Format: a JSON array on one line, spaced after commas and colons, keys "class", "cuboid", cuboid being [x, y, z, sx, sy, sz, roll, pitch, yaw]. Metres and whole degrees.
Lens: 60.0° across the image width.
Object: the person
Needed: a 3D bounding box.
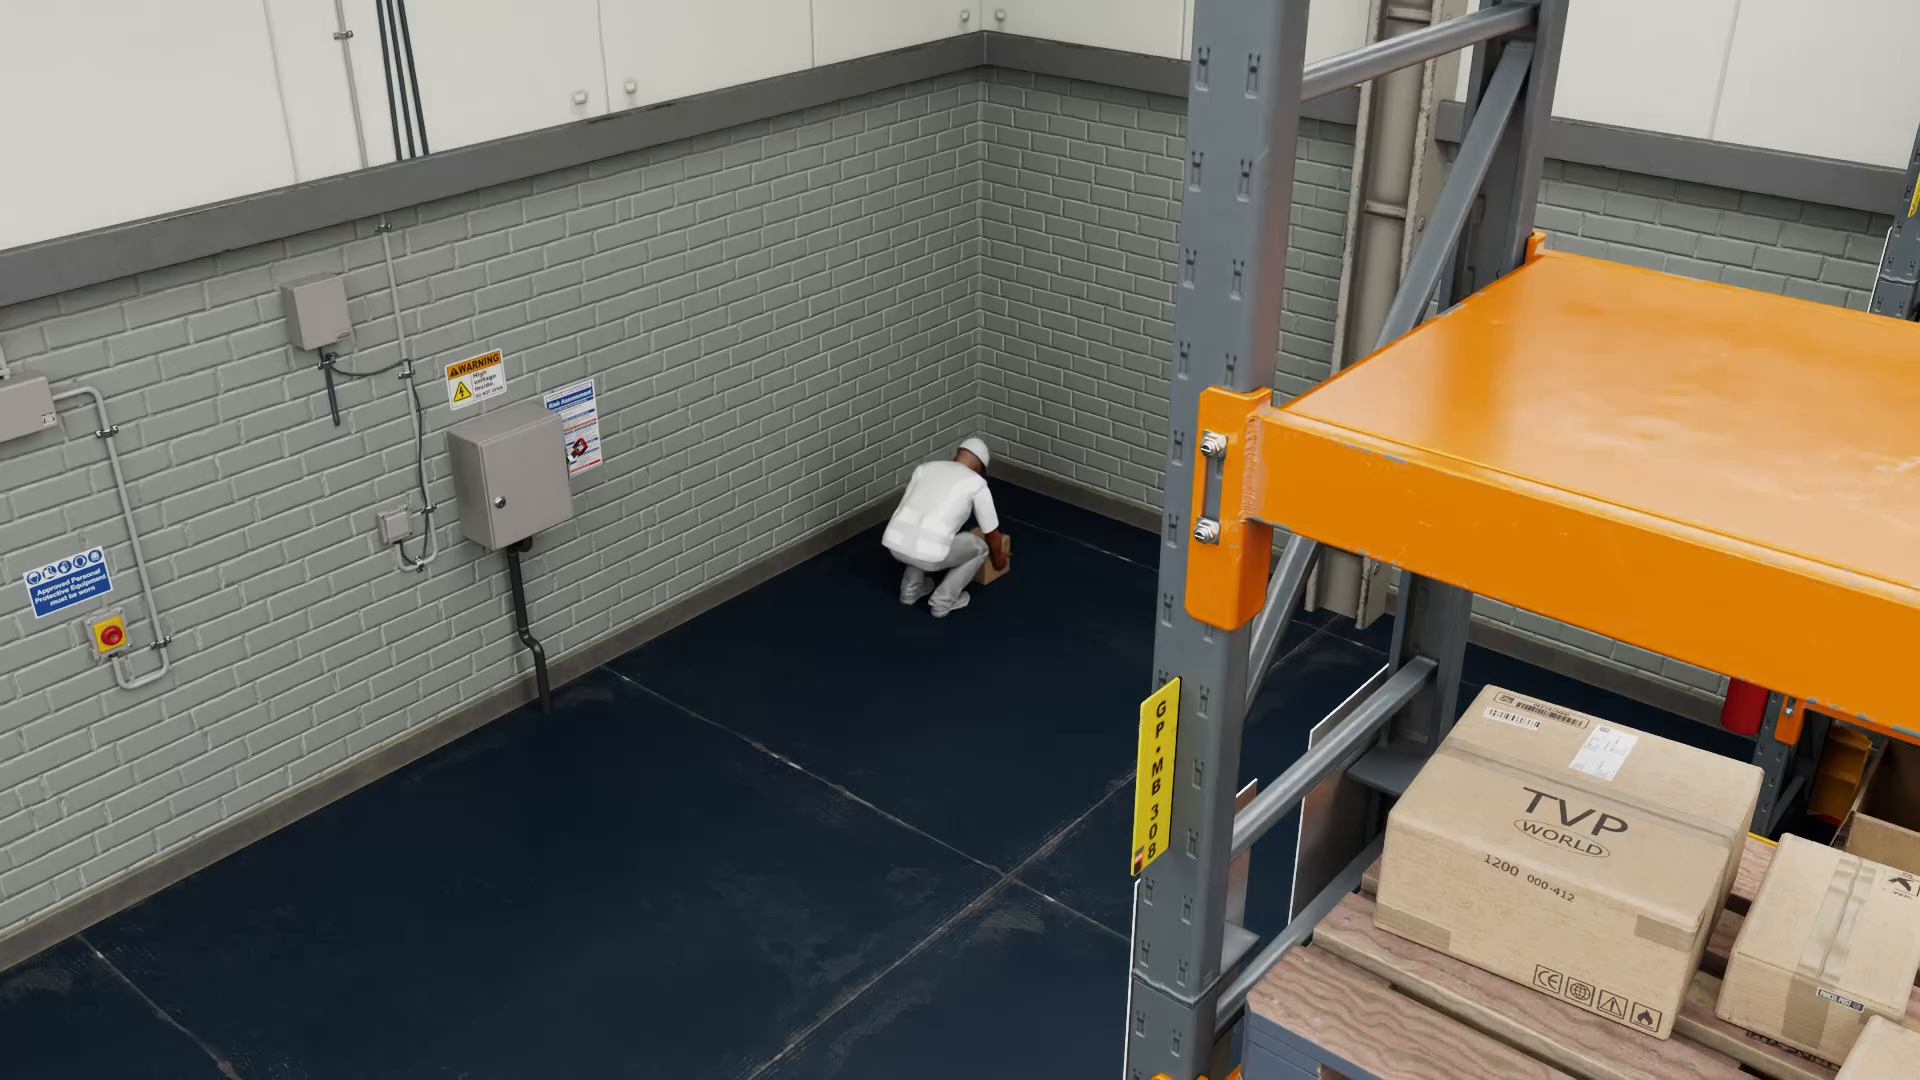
[{"class": "person", "cuboid": [-0.109, -0.085, 10.119, 0.569, 0.914, 0.897, 21, 34, 35]}]
